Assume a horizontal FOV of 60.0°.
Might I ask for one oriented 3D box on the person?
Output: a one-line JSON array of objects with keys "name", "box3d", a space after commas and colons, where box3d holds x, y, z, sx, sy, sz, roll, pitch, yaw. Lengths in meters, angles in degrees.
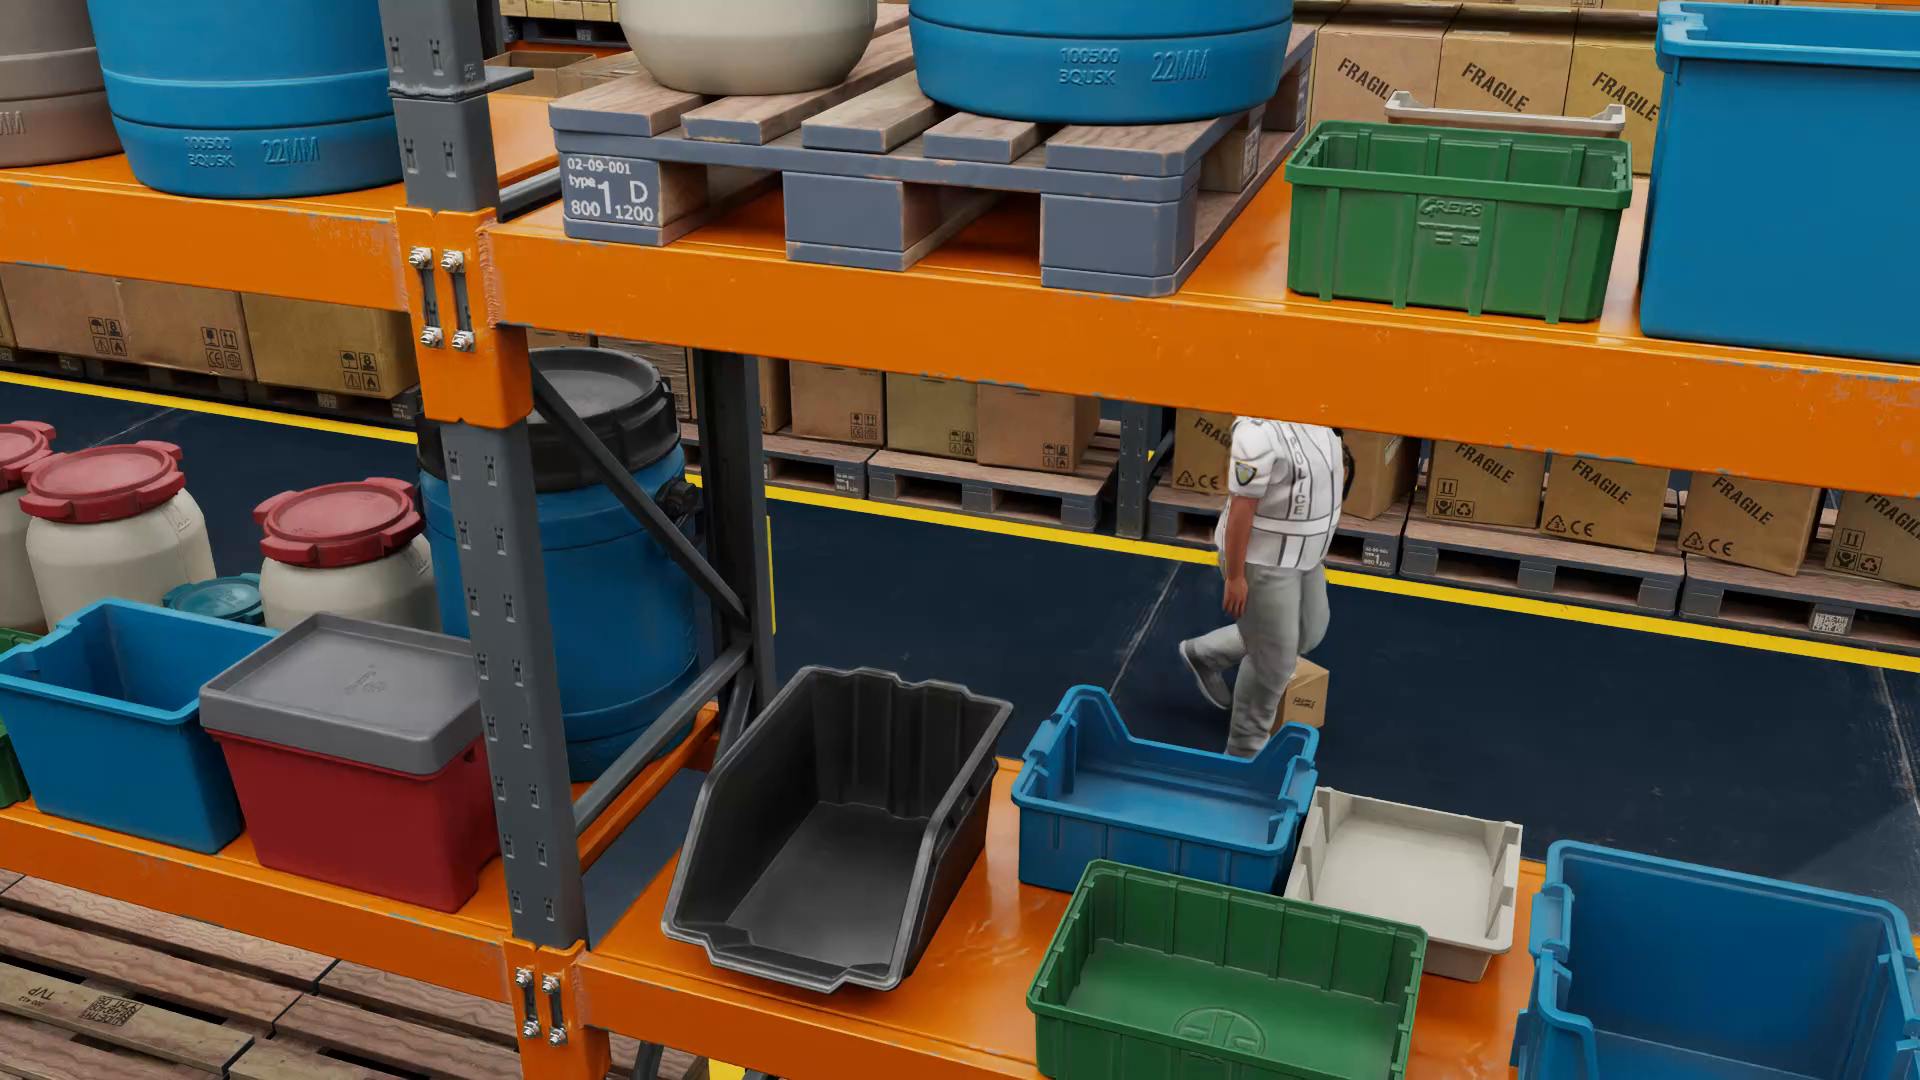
[{"name": "person", "box3d": [1.076, 0.000, 6.048, 0.643, 1.751, 0.554, 17, 30, 31]}]
